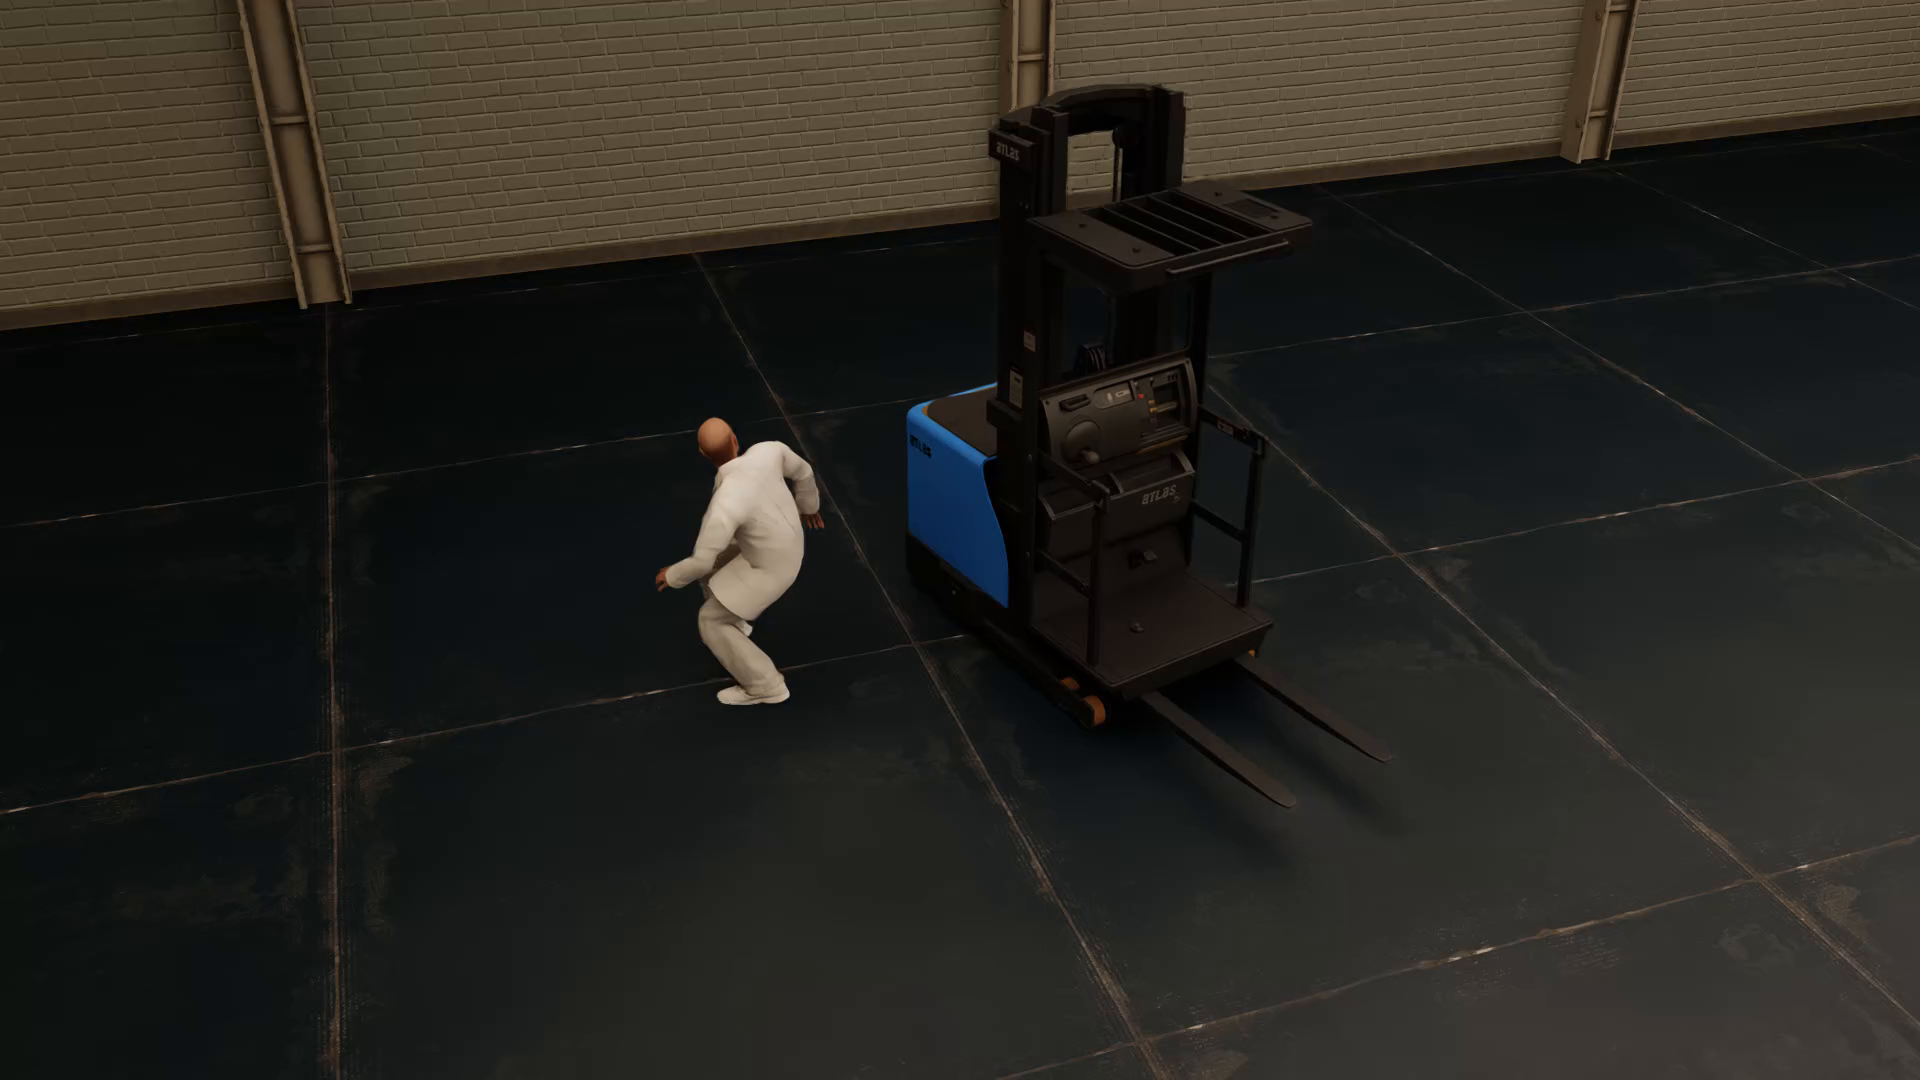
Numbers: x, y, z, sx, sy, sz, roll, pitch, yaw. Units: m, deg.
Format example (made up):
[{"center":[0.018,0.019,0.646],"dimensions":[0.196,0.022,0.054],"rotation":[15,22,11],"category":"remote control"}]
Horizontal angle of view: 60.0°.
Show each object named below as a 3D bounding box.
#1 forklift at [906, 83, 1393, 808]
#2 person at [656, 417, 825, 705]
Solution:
[{"center":[0.920,-0.593,8.117],"dimensions":[1.130,2.935,3.031],"rotation":[-18,35,-29],"category":"forklift"},{"center":[-1.142,0.045,8.444],"dimensions":[0.740,1.548,0.818],"rotation":[6,30,10],"category":"person"}]
